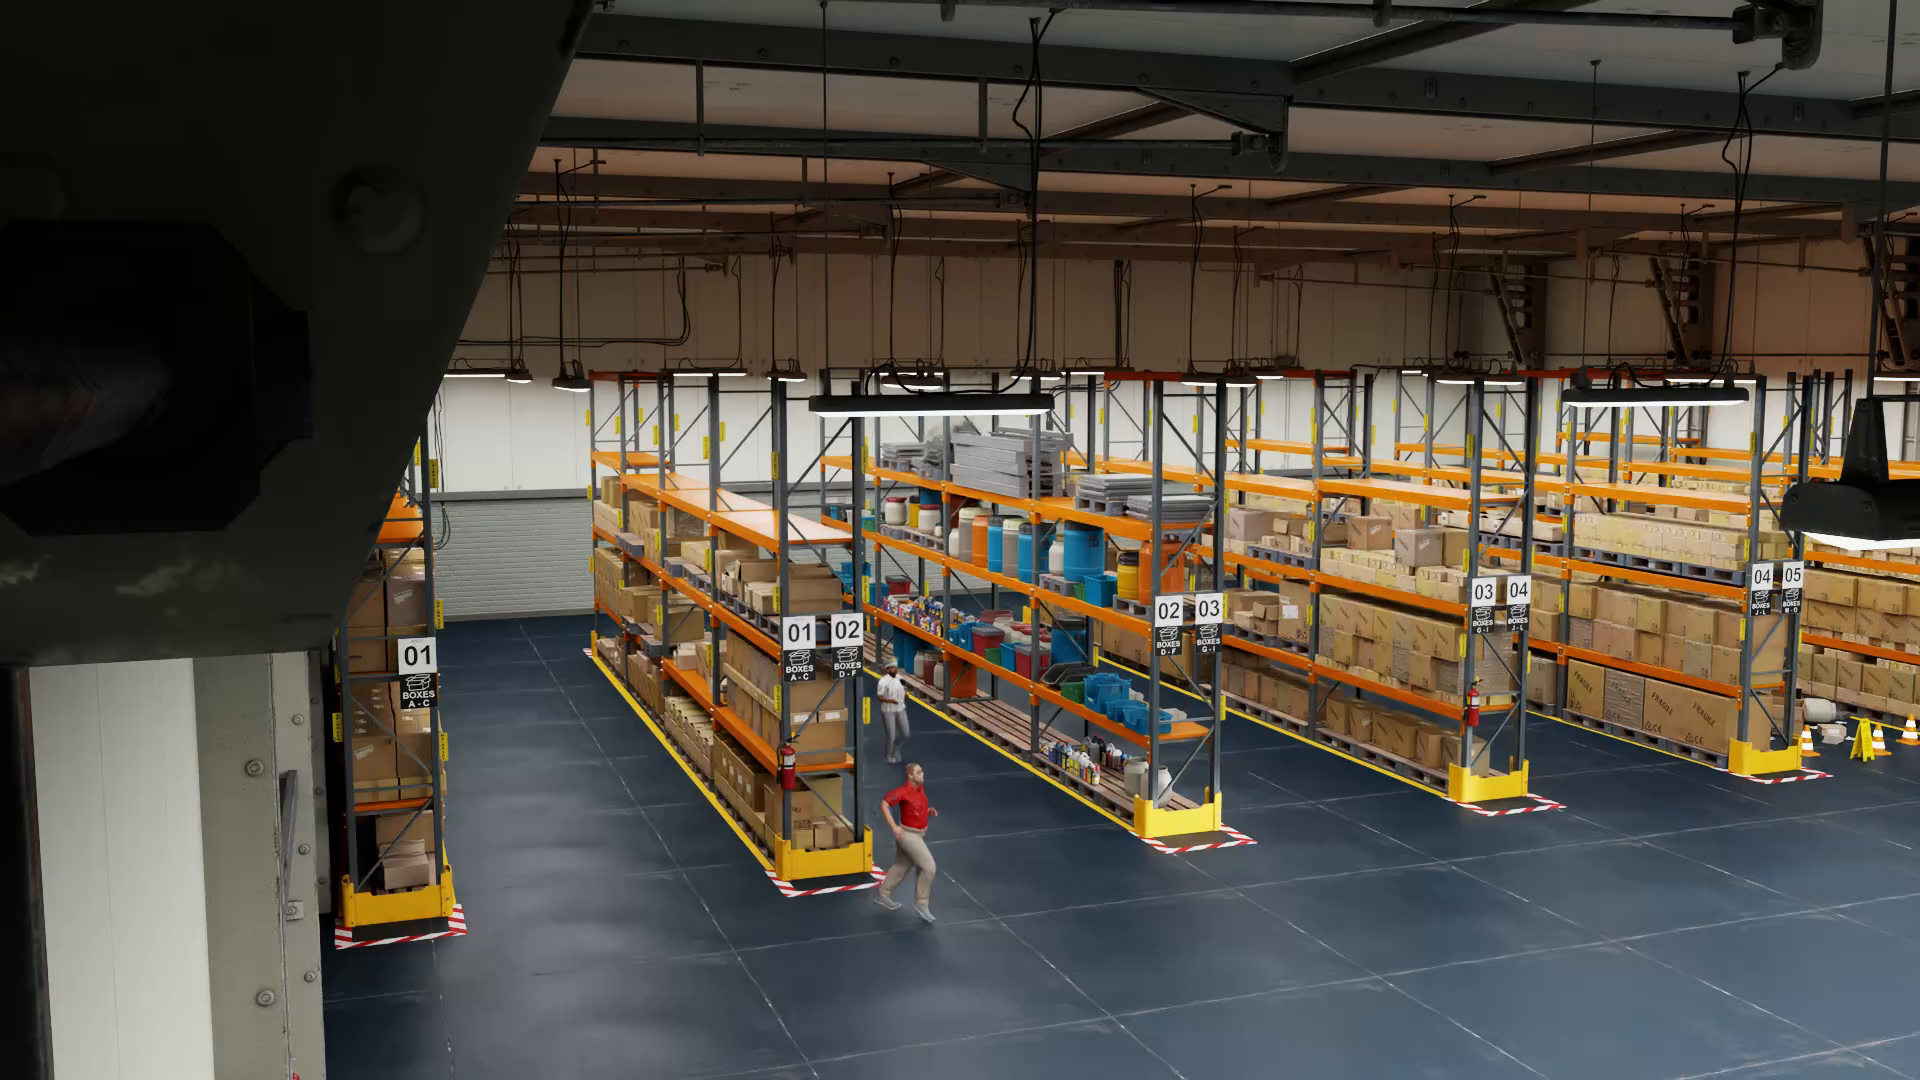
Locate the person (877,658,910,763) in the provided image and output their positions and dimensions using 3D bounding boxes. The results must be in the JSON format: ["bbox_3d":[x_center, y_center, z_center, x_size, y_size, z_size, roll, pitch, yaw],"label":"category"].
[{"bbox_3d":[-0.988,2.639,25.628,0.563,1.663,0.572,-4,7,-30],"label":"person"}]

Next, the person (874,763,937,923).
[{"bbox_3d":[-0.598,3.386,18.797,0.735,1.771,0.648,1,6,10],"label":"person"}]

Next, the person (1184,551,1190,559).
[{"bbox_3d":[5.406,0.995,40.885,0.776,1.656,0.572,5,8,40],"label":"person"}]

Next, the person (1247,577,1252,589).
[{"bbox_3d":[7.136,0.891,41.404,0.548,1.627,0.554,-3,7,-25],"label":"person"}]
